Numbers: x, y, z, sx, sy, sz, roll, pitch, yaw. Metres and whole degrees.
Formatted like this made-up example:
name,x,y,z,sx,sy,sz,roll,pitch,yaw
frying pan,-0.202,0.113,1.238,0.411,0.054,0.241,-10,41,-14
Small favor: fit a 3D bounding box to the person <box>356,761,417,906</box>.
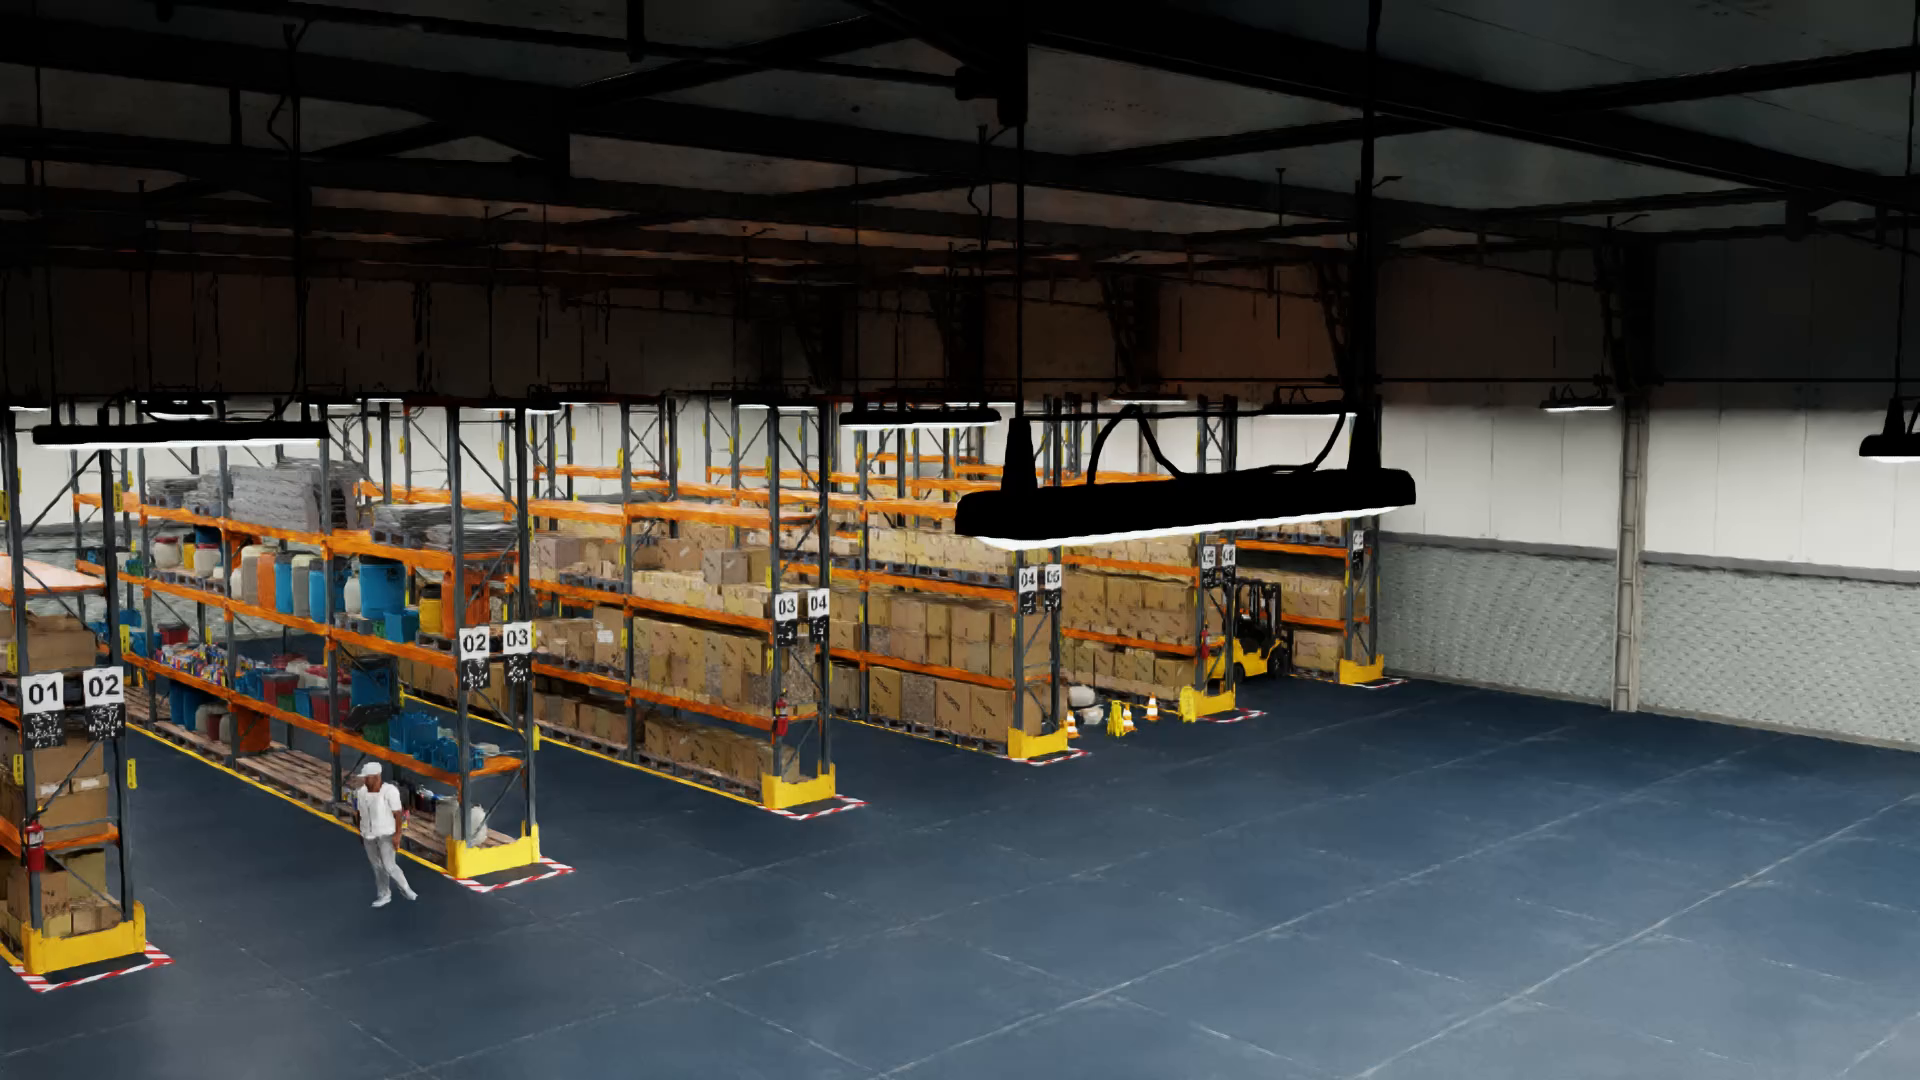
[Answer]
name,x,y,z,sx,sy,sz,roll,pitch,yaw
person,-6.917,3.514,19.962,0.706,1.760,0.459,1,6,13
